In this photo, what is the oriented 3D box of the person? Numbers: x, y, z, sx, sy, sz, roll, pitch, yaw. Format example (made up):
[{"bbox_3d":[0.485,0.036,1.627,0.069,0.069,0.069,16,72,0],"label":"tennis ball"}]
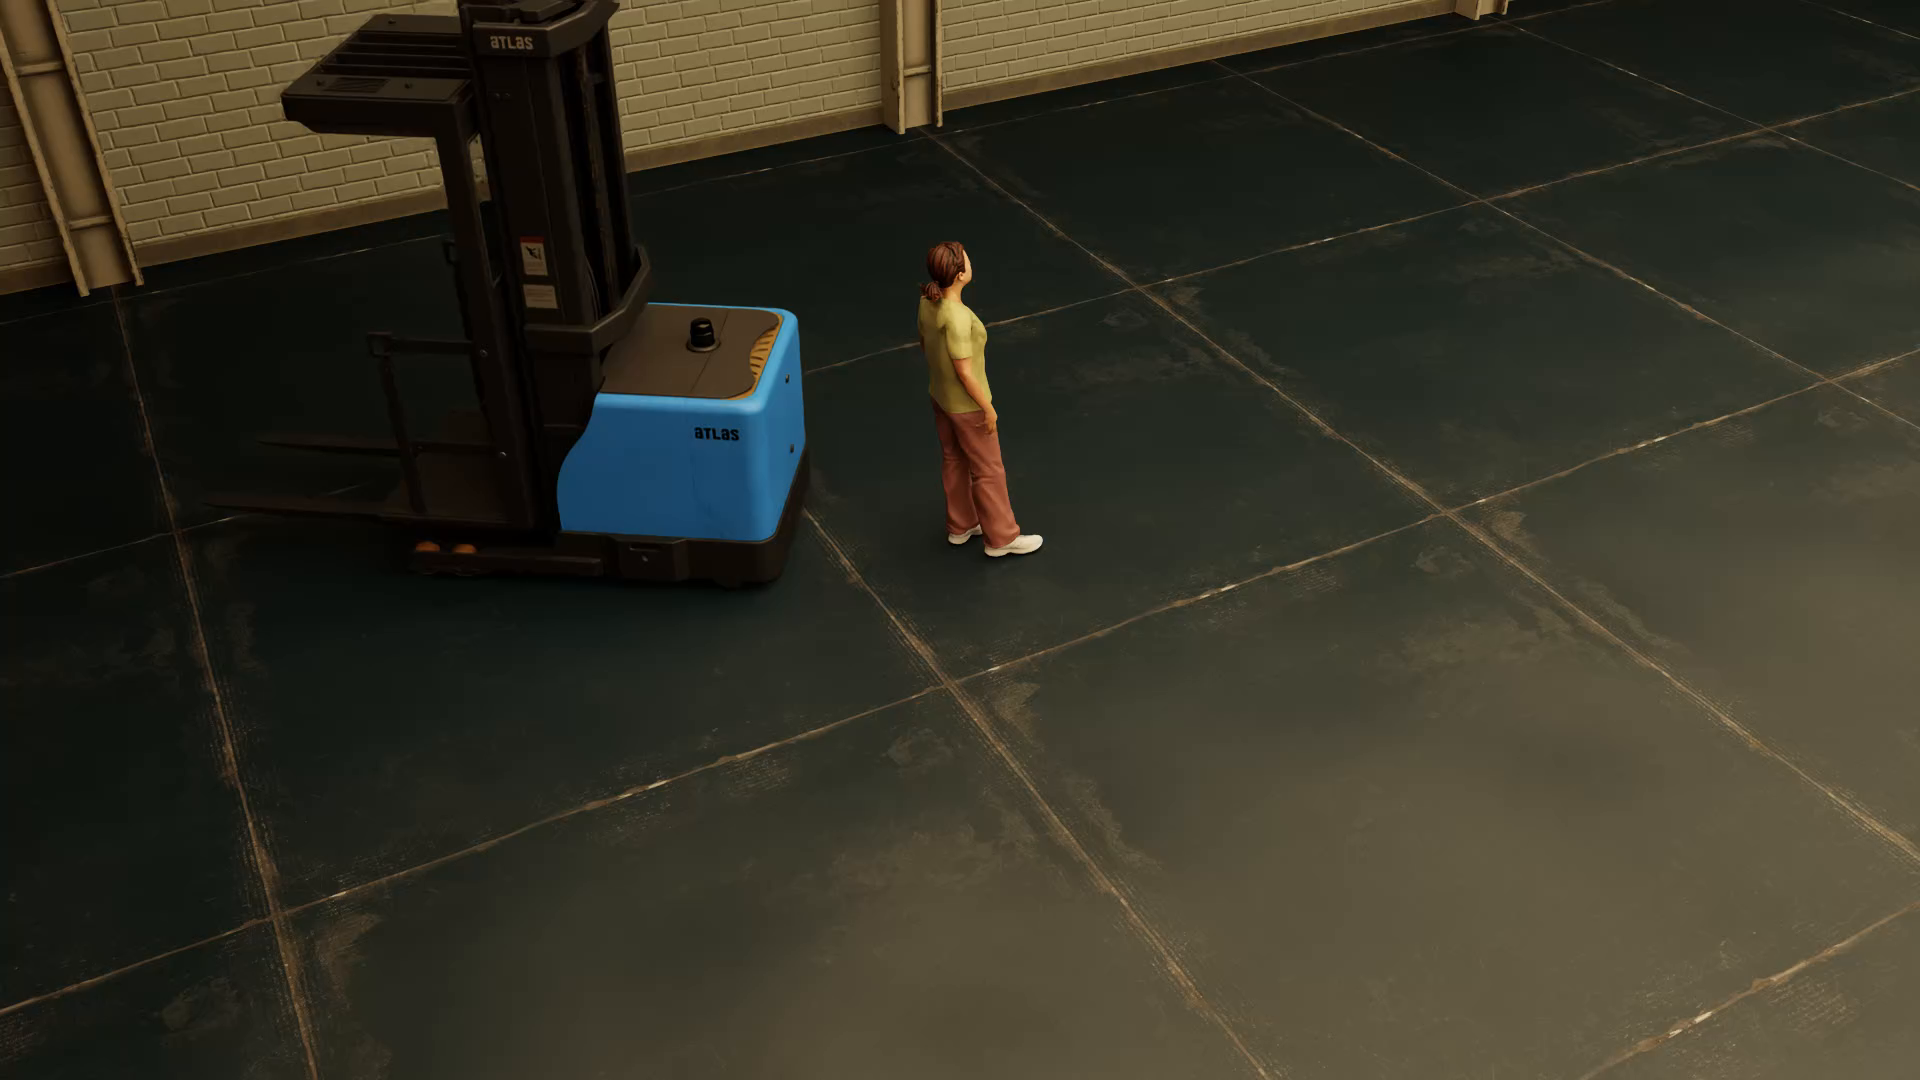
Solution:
[{"bbox_3d":[0.071,-0.704,8.194,0.548,1.674,0.552,-17,39,-23],"label":"person"}]

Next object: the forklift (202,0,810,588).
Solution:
[{"bbox_3d":[-2.360,-1.310,7.976,3.031,2.935,1.130,3,35,5],"label":"forklift"}]
